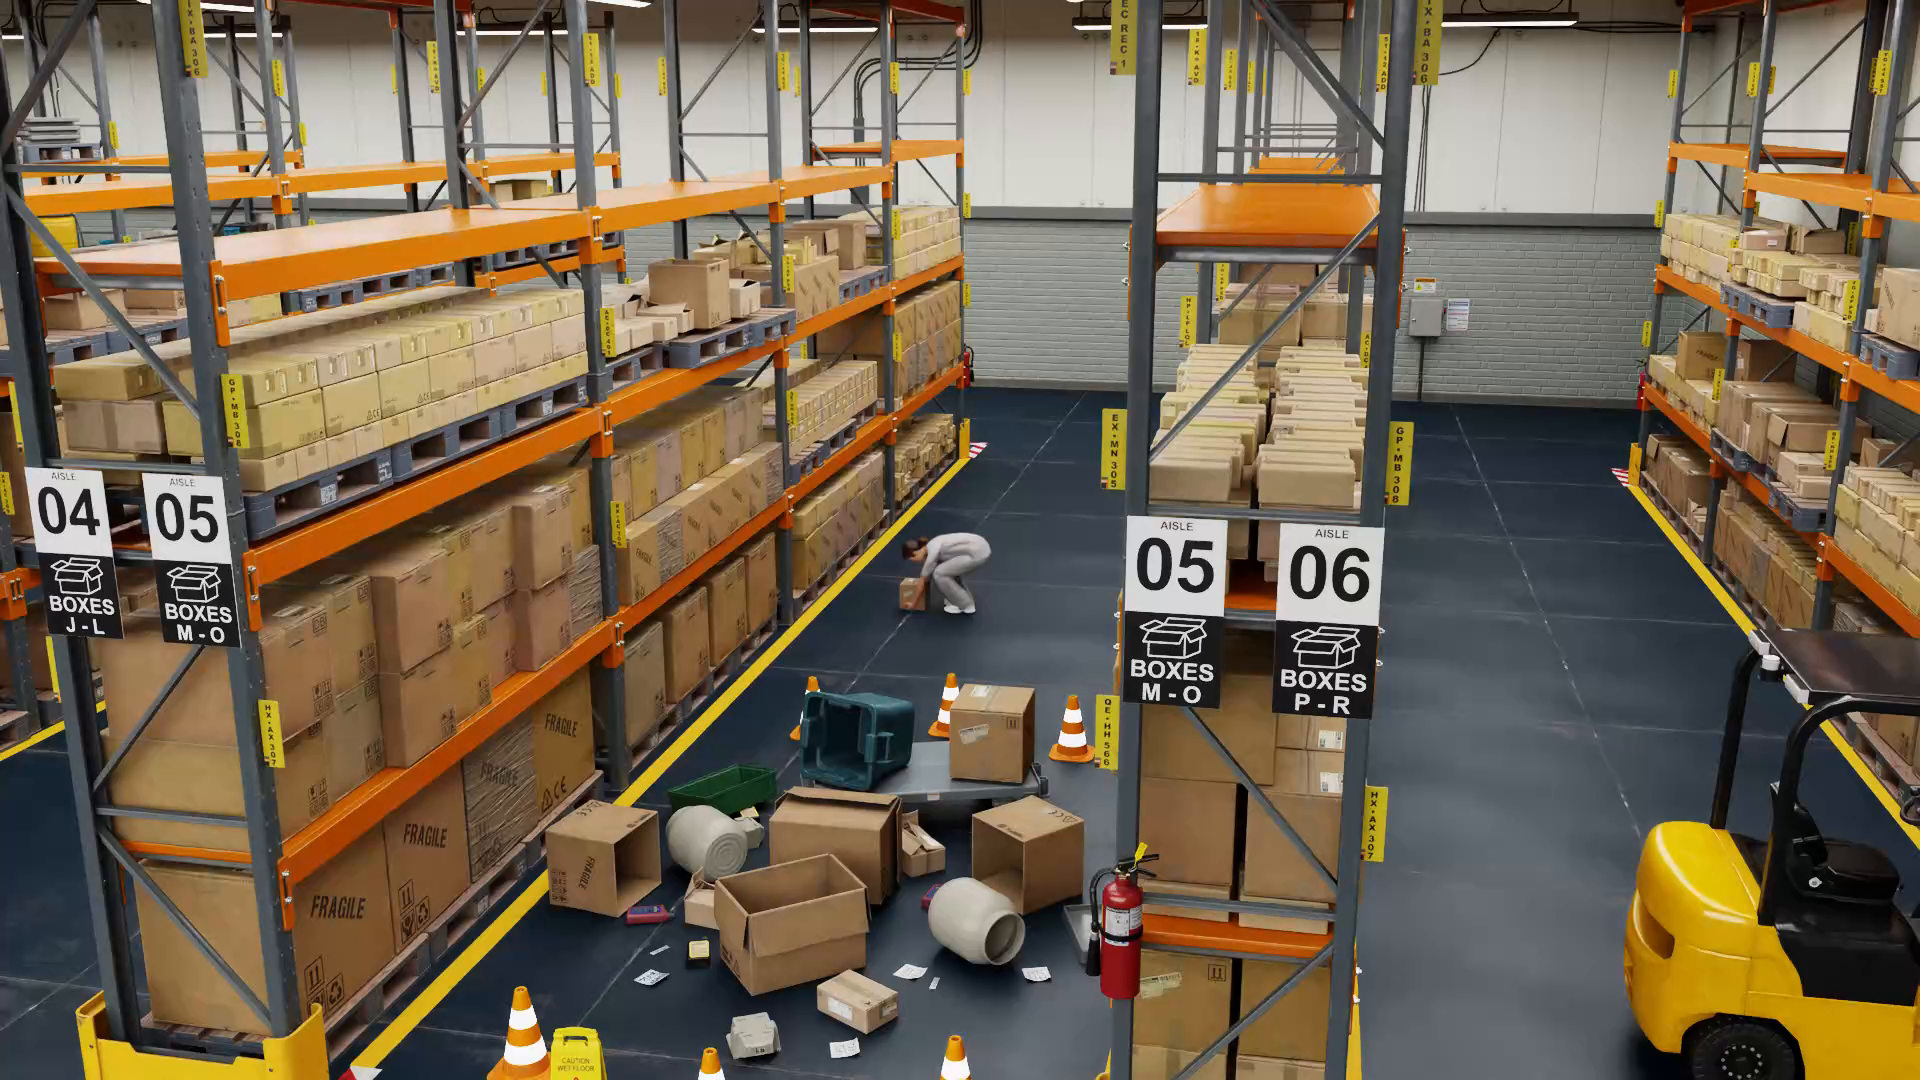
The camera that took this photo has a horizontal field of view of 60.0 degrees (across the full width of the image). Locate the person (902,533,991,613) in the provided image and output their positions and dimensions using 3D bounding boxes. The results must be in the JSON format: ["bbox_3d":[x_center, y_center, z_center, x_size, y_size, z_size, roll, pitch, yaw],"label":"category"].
[{"bbox_3d":[-0.132,0.319,16.169,0.867,0.774,0.459,3,15,10],"label":"person"}]
